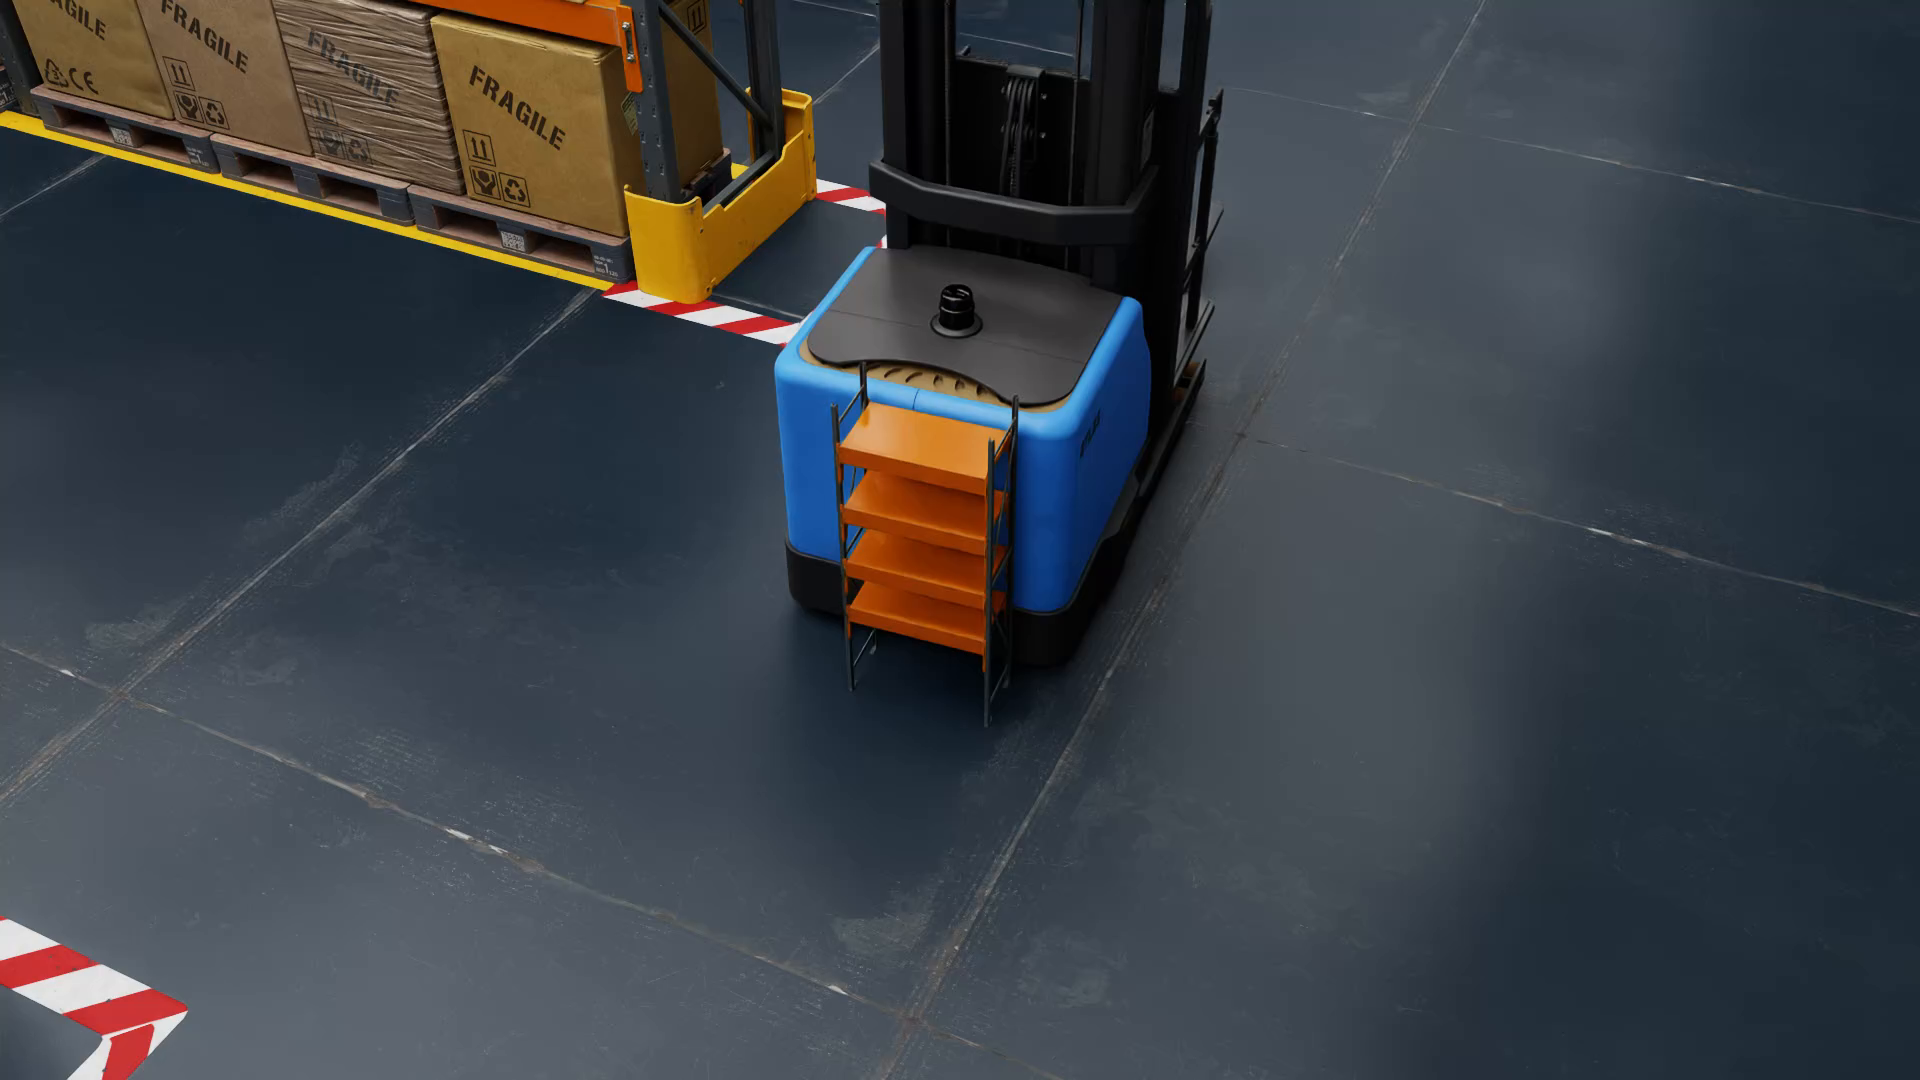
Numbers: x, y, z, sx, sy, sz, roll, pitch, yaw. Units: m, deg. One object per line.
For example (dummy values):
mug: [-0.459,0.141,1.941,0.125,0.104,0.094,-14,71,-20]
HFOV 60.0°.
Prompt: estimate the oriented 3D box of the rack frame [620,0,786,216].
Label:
rack frame: [-1.108,-2.578,6.934,0.127,3.000,1.000,17,44,19]

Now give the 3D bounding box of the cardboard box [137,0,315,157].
cardboard box: [-3.353,-2.562,8.217,0.875,0.875,0.875,17,44,19]

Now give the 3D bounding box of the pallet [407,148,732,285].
pallet: [-1.866,-1.699,8.049,1.213,0.211,1.003,17,44,19]

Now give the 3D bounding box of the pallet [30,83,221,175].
pallet: [-4.077,-2.375,8.829,1.213,0.211,1.003,17,44,19]

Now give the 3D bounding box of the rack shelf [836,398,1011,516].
rack shelf: [-0.102,-0.254,5.027,0.480,0.148,0.258,13,43,15]

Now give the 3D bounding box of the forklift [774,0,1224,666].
forklift: [0.378,-1.654,5.920,1.130,2.935,3.031,14,43,15]

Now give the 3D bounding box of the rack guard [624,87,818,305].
rack guard: [-1.087,-1.627,7.745,0.348,0.500,1.175,17,44,19]

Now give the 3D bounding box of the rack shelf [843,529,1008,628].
rack shelf: [-0.102,0.093,5.329,0.480,0.148,0.258,13,43,15]

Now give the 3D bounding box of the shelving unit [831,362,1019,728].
shelving unit: [-0.102,0.043,5.285,0.503,1.200,0.258,13,43,15]

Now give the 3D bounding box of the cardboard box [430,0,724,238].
cardboard box: [-1.722,-2.063,7.642,0.875,0.875,0.875,17,44,19]

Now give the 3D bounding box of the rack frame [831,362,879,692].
rack frame: [-0.332,-0.012,5.347,0.015,1.200,0.240,13,43,15]

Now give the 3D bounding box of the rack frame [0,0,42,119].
rack frame: [-4.733,-3.686,8.212,0.127,3.000,1.000,17,44,19]

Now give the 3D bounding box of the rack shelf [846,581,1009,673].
rack shelf: [-0.102,0.244,5.459,0.480,0.148,0.258,13,43,15]

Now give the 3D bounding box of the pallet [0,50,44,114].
pallet: [-5.464,-2.801,9.320,1.213,0.211,1.003,17,44,19]

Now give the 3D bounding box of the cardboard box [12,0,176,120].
cardboard box: [-4.169,-2.811,8.505,0.875,0.875,0.875,17,44,19]

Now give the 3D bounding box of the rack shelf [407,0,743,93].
rack shelf: [-2.921,-2.860,7.809,4.000,0.370,1.077,17,44,19]

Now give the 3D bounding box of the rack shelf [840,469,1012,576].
rack shelf: [-0.102,-0.076,5.182,0.480,0.148,0.258,13,43,15]

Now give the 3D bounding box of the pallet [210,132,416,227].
pallet: [-2.968,-2.038,8.440,1.213,0.211,1.003,17,44,19]

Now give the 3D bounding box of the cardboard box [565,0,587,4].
cardboard box: [-1.570,-2.386,6.905,0.250,0.149,0.380,18,44,19]

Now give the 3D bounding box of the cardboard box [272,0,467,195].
cardboard box: [-2.547,-2.315,7.933,0.875,0.875,0.875,17,44,19]

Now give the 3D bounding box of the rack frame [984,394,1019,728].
rack frame: [0.127,0.097,5.222,0.015,1.200,0.240,13,43,15]
